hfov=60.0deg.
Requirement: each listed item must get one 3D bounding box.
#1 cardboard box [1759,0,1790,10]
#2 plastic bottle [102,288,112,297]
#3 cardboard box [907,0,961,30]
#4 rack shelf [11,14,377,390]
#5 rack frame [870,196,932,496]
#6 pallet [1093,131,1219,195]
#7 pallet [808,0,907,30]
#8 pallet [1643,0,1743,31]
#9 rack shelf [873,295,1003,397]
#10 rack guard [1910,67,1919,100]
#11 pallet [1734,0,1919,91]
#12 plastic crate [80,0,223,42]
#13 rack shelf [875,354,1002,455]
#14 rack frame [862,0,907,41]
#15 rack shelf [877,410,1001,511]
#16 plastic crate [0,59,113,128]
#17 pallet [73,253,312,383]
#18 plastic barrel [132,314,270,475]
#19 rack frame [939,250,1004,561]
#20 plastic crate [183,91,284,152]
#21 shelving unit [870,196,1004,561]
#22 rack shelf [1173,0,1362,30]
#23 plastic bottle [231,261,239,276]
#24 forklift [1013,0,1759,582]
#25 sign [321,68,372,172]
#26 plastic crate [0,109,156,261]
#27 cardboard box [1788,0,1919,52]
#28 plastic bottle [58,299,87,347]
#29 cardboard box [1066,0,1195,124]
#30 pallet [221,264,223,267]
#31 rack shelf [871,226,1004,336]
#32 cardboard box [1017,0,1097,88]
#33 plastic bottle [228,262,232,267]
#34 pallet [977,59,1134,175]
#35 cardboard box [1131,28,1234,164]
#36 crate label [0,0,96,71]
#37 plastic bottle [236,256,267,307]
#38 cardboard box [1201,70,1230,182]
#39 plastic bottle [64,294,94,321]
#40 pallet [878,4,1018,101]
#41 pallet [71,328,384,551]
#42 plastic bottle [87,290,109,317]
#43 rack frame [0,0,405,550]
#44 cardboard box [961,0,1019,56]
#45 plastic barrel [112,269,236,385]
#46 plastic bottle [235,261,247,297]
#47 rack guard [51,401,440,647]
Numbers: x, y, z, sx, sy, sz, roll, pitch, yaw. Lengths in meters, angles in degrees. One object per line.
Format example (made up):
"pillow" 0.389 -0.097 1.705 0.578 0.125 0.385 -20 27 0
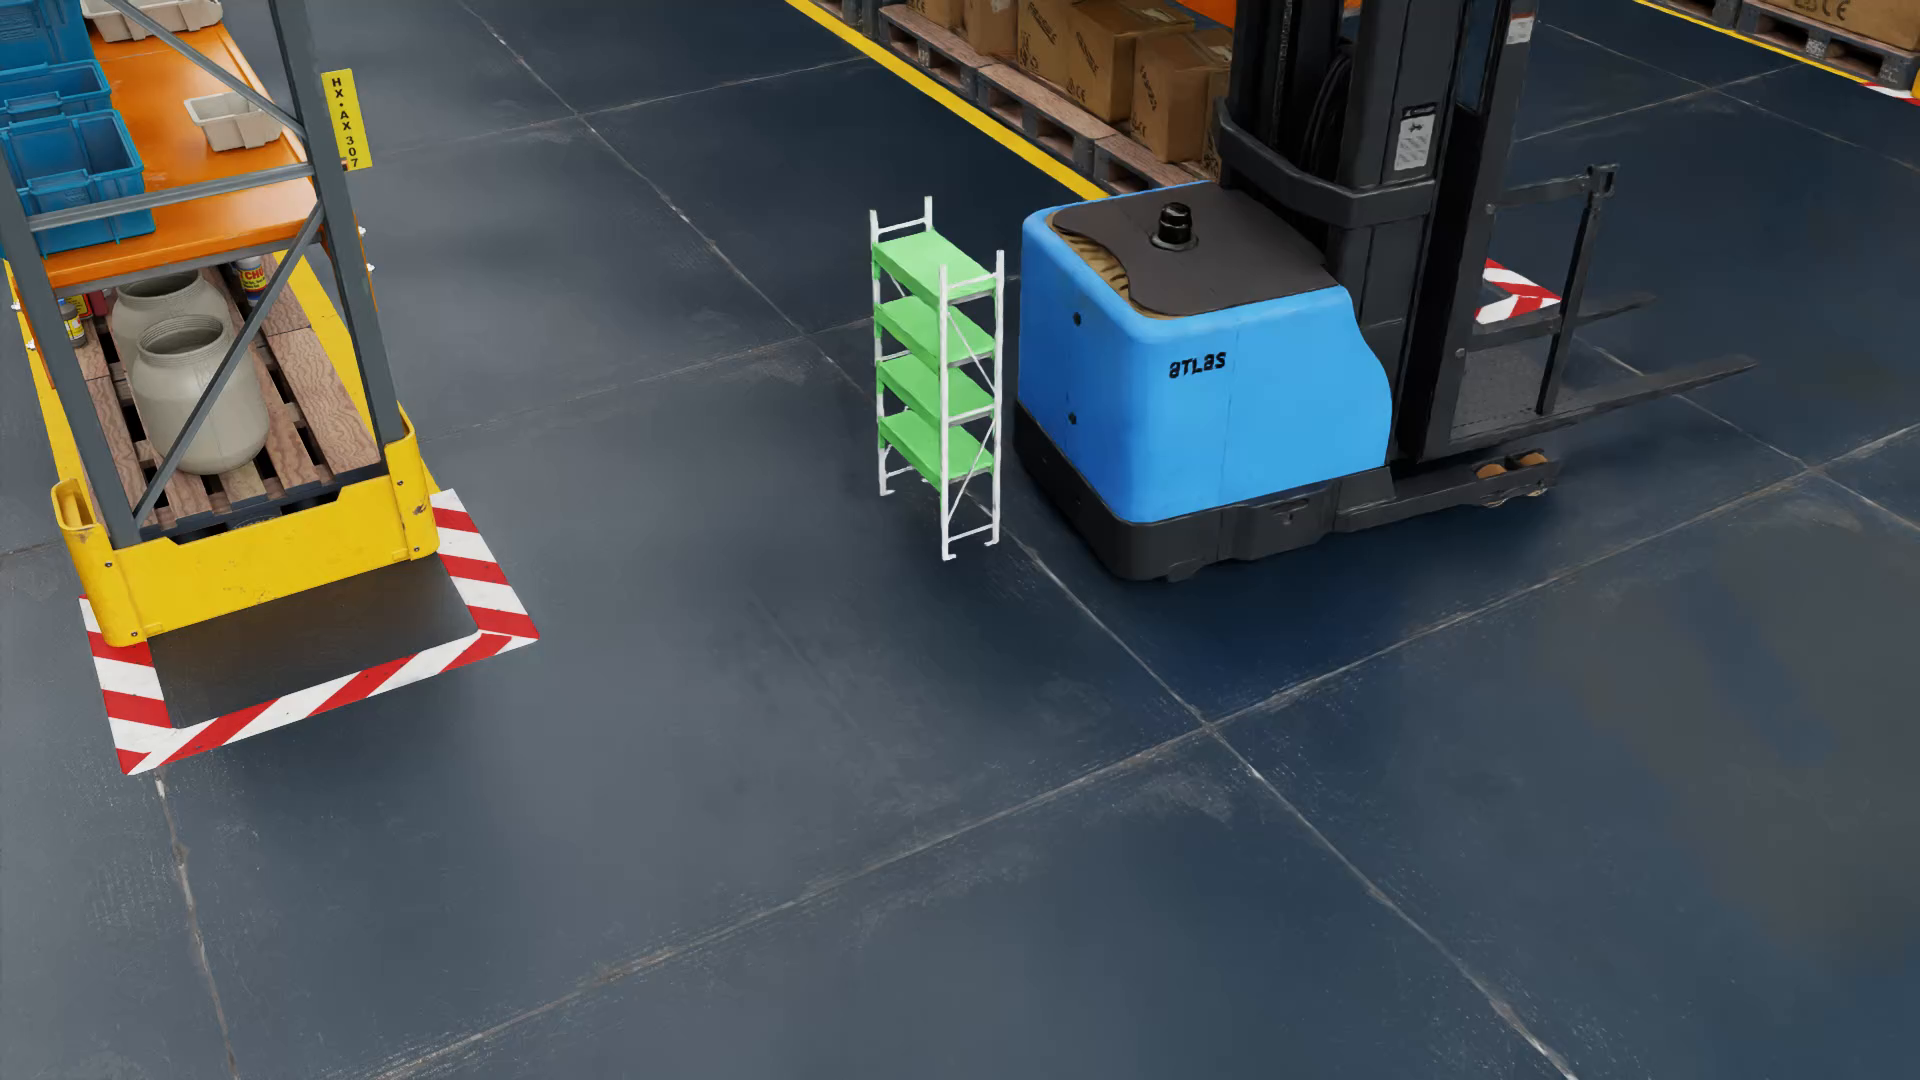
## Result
"cardboard box" 5.345 -4.034 10.676 0.875 0.875 0.875 -20 40 -25
"plastic bottle" -3.811 -1.171 7.309 0.097 0.201 0.097 0 36 0
"cardboard box" 0.004 -3.515 10.282 0.500 0.500 0.500 -20 41 -25
"rack shelf" -3.440 -1.792 6.770 1.077 0.370 4.000 -19 40 -24
"rack frame" -0.206 -0.693 6.182 0.240 1.200 0.015 -19 40 -24
"pallet" 1.432 -1.868 8.628 1.003 0.211 1.213 -19 40 -24
"pallet" -0.555 -3.841 11.330 1.003 0.211 1.213 -19 40 -24
"pallet" 5.109 -3.829 11.313 1.003 0.211 1.213 -19 40 -24
"rack shelf" -0.083 -0.711 5.908 0.258 0.148 0.480 -19 40 -24
"rack guard" 6.199 -2.927 9.834 1.175 0.500 0.348 -19 40 -24
"pallet" 5.717 -3.207 10.462 1.003 0.211 1.213 -19 40 -24
"plastic crate" -3.410 -2.243 7.002 0.530 0.136 0.437 -19 40 -24
"rack shelf" -0.083 -0.517 6.049 0.258 0.148 0.480 -19 40 -24
"rack frame" -0.162 -4.570 9.964 1.000 3.000 0.127 -19 40 -24
"rack shelf" -0.083 -0.324 6.191 0.258 0.148 0.480 -19 40 -24
"plastic crate" -3.267 -1.502 5.889 0.499 0.251 0.408 -19 40 -24
"pallet" -3.526 -0.999 7.439 1.003 0.211 1.213 -19 40 -24
"plastic barrel" -2.832 -0.541 6.200 0.421 0.512 0.421 0 36 0
"rack frame" 0.039 -0.445 5.841 0.240 1.200 0.015 -19 40 -24
"plastic crate" -2.606 -1.508 5.995 0.298 0.136 0.250 -19 40 -24
"shelving unit" -0.083 -0.569 6.012 0.258 1.200 0.503 -19 40 -24
"rack shelf" 0.843 -3.260 8.780 1.077 0.370 4.000 -19 40 -24
"plastic bottle" -3.249 -1.330 7.468 0.097 0.271 0.097 0 36 0
"forklift" 1.780 -1.584 5.934 3.031 2.935 1.130 -14 38 -18
"sign" -1.957 -1.335 5.300 0.100 0.325 0.005 -19 40 -24
"plastic crate" -2.945 -1.169 5.434 0.499 0.251 0.616 -19 40 -24
"cardboard box" 5.789 -3.586 10.063 0.875 0.875 0.875 -19 40 -24
"plastic bottle" -3.737 -0.917 6.962 0.097 0.201 0.097 0 36 0
"cardboard box" 0.920 -2.634 9.076 0.500 0.500 0.500 -15 39 -20
"pallet" -4.143 -1.622 8.291 1.003 0.211 1.213 -19 40 -24
"rack shelf" -0.083 -0.905 5.766 0.258 0.148 0.480 -19 40 -24
"cardboard box" 0.678 -2.931 9.484 0.500 0.500 0.500 -23 42 -28
"plastic bottle" -3.299 -1.381 7.538 0.097 0.271 0.097 0 36 0
"pallet" 0.823 -2.489 9.479 1.003 0.211 1.213 -19 40 -24
"cardboard box" 1.218 -2.309 8.631 0.500 0.500 0.500 -9 37 -12
"crate label" -3.594 -1.935 6.327 0.502 0.435 0.616 -19 40 -24
"plastic bottle" -3.076 -1.156 7.229 0.097 0.271 0.097 0 36 0
"cardboard box" 1.548 -2.014 8.228 0.500 0.500 0.500 -12 38 -16
"plastic bottle" -3.840 -1.084 7.127 0.152 0.276 0.135 -19 40 -24
"pallet" 0.206 -3.112 10.332 1.003 0.211 1.213 -19 40 -24
"pallet" -2.917 -0.377 6.588 1.003 0.211 1.213 -19 40 -24
"plastic bottle" -3.748 -1.119 7.168 0.061 0.283 0.133 -19 40 -24
"rack frame" -2.435 -1.063 5.162 1.000 3.000 0.127 -19 40 -24
"cardboard box" 0.299 -3.225 9.885 0.500 0.500 0.500 -7 37 -9
"plastic barrel" -3.084 -0.796 6.550 0.421 0.512 0.421 0 36 0
"plastic bottle" -3.129 -1.180 7.322 0.097 0.201 0.097 0 36 0
"rack guard" -2.514 -0.078 5.933 1.175 0.500 0.348 -19 40 -24
